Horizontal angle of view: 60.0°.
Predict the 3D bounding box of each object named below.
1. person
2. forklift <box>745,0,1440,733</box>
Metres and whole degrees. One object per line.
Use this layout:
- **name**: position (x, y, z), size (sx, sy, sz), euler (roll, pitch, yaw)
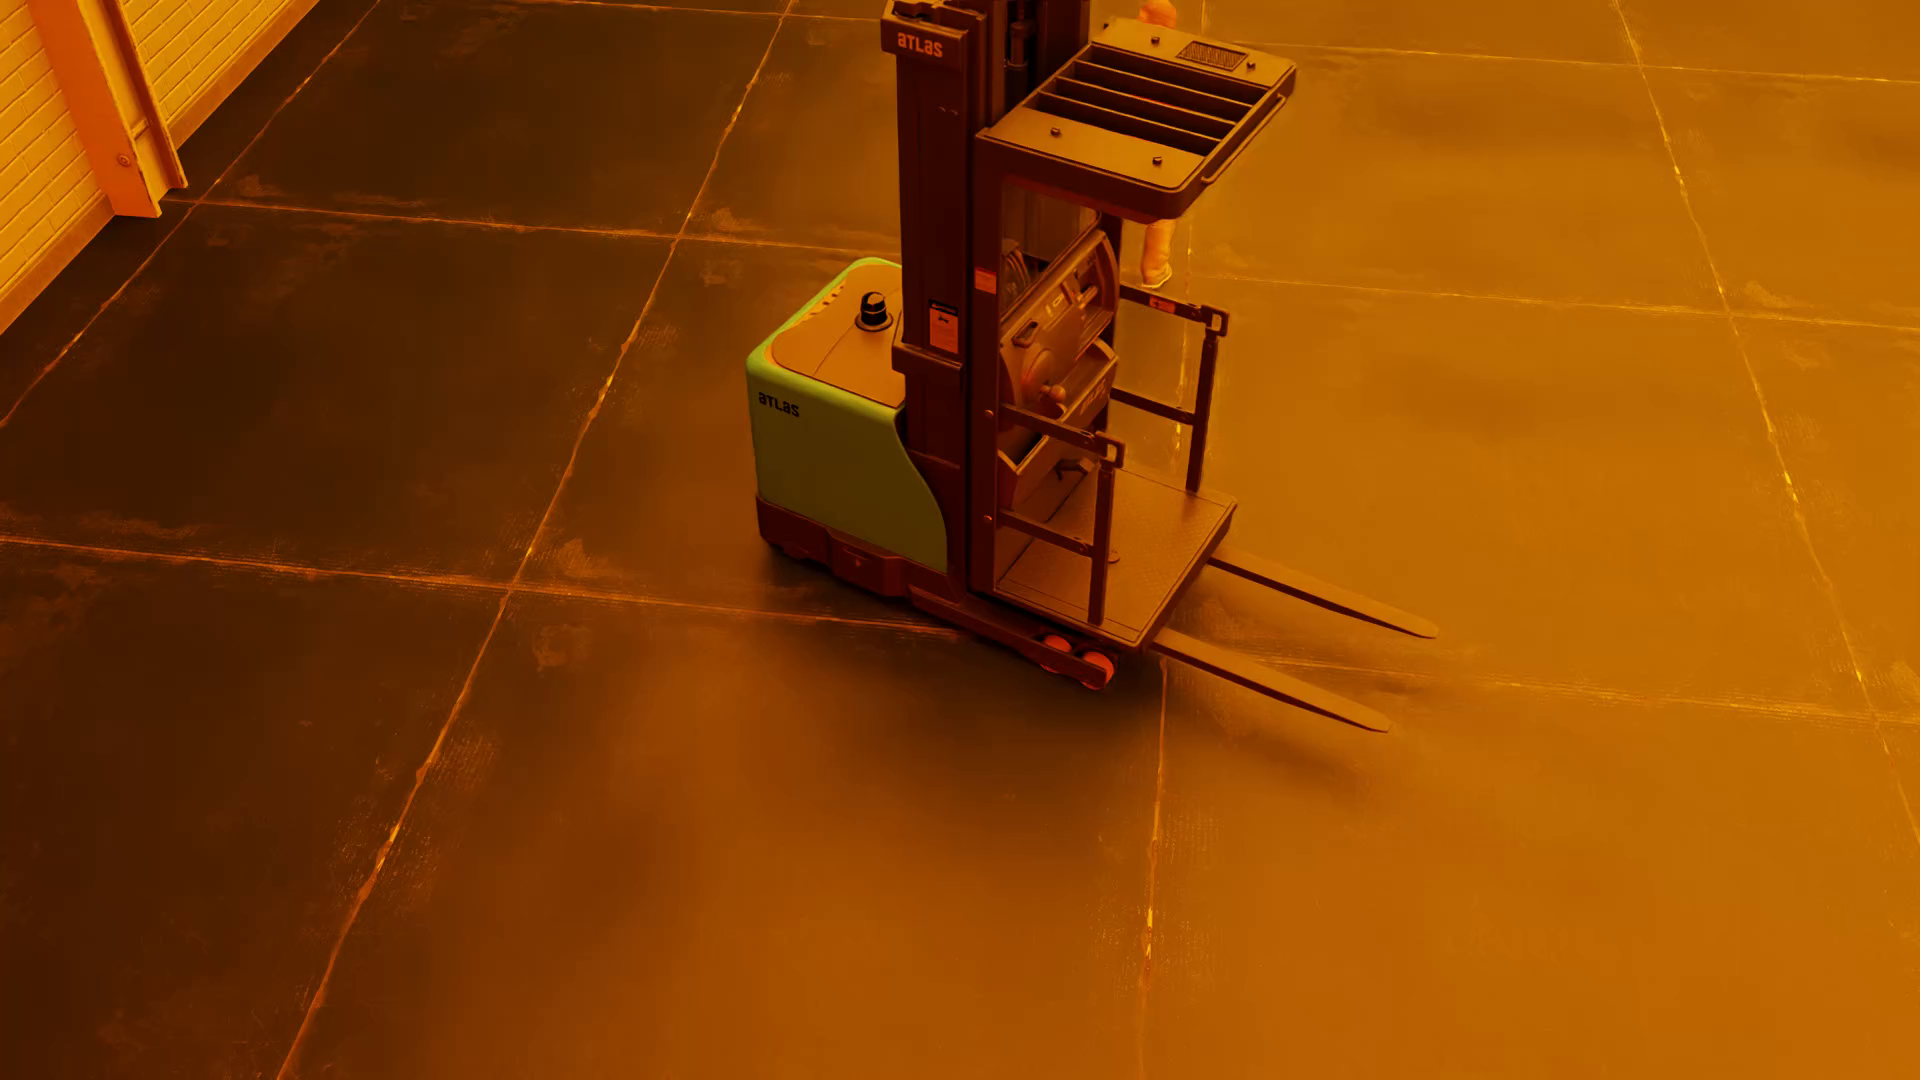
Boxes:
- **person**: position (0.998, -2.103, 8.991), size (0.723, 1.691, 0.733), euler (1, 43, 1)
- **forklift**: position (0.587, -0.849, 6.648), size (3.031, 2.935, 1.130), euler (21, 47, 22)
